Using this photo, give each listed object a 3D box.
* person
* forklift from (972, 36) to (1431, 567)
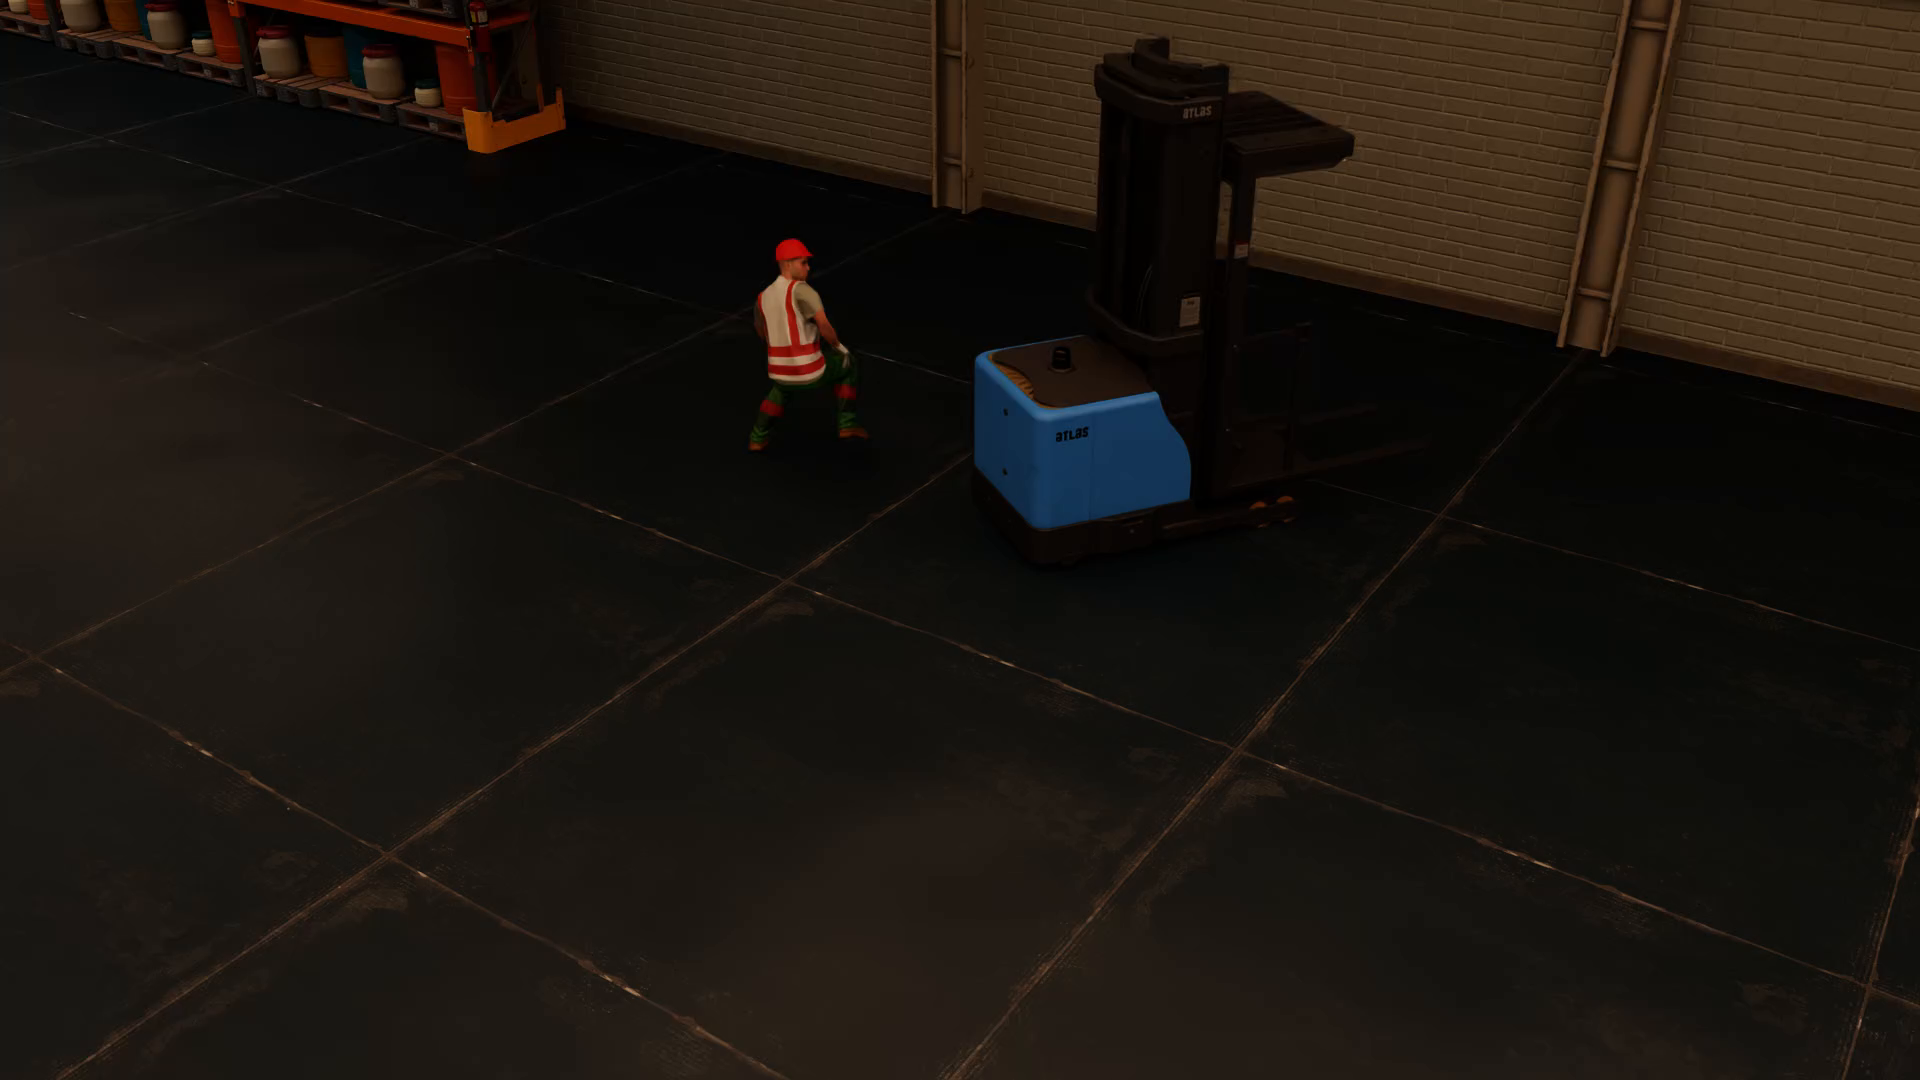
[{"bbox_3d":[-1.069,-1.259,11.208,0.833,1.539,0.678,14,33,22],"label":"person"},{"bbox_3d":[1.644,-1.577,10.297,3.031,2.935,1.130,-12,32,-20],"label":"forklift"}]
